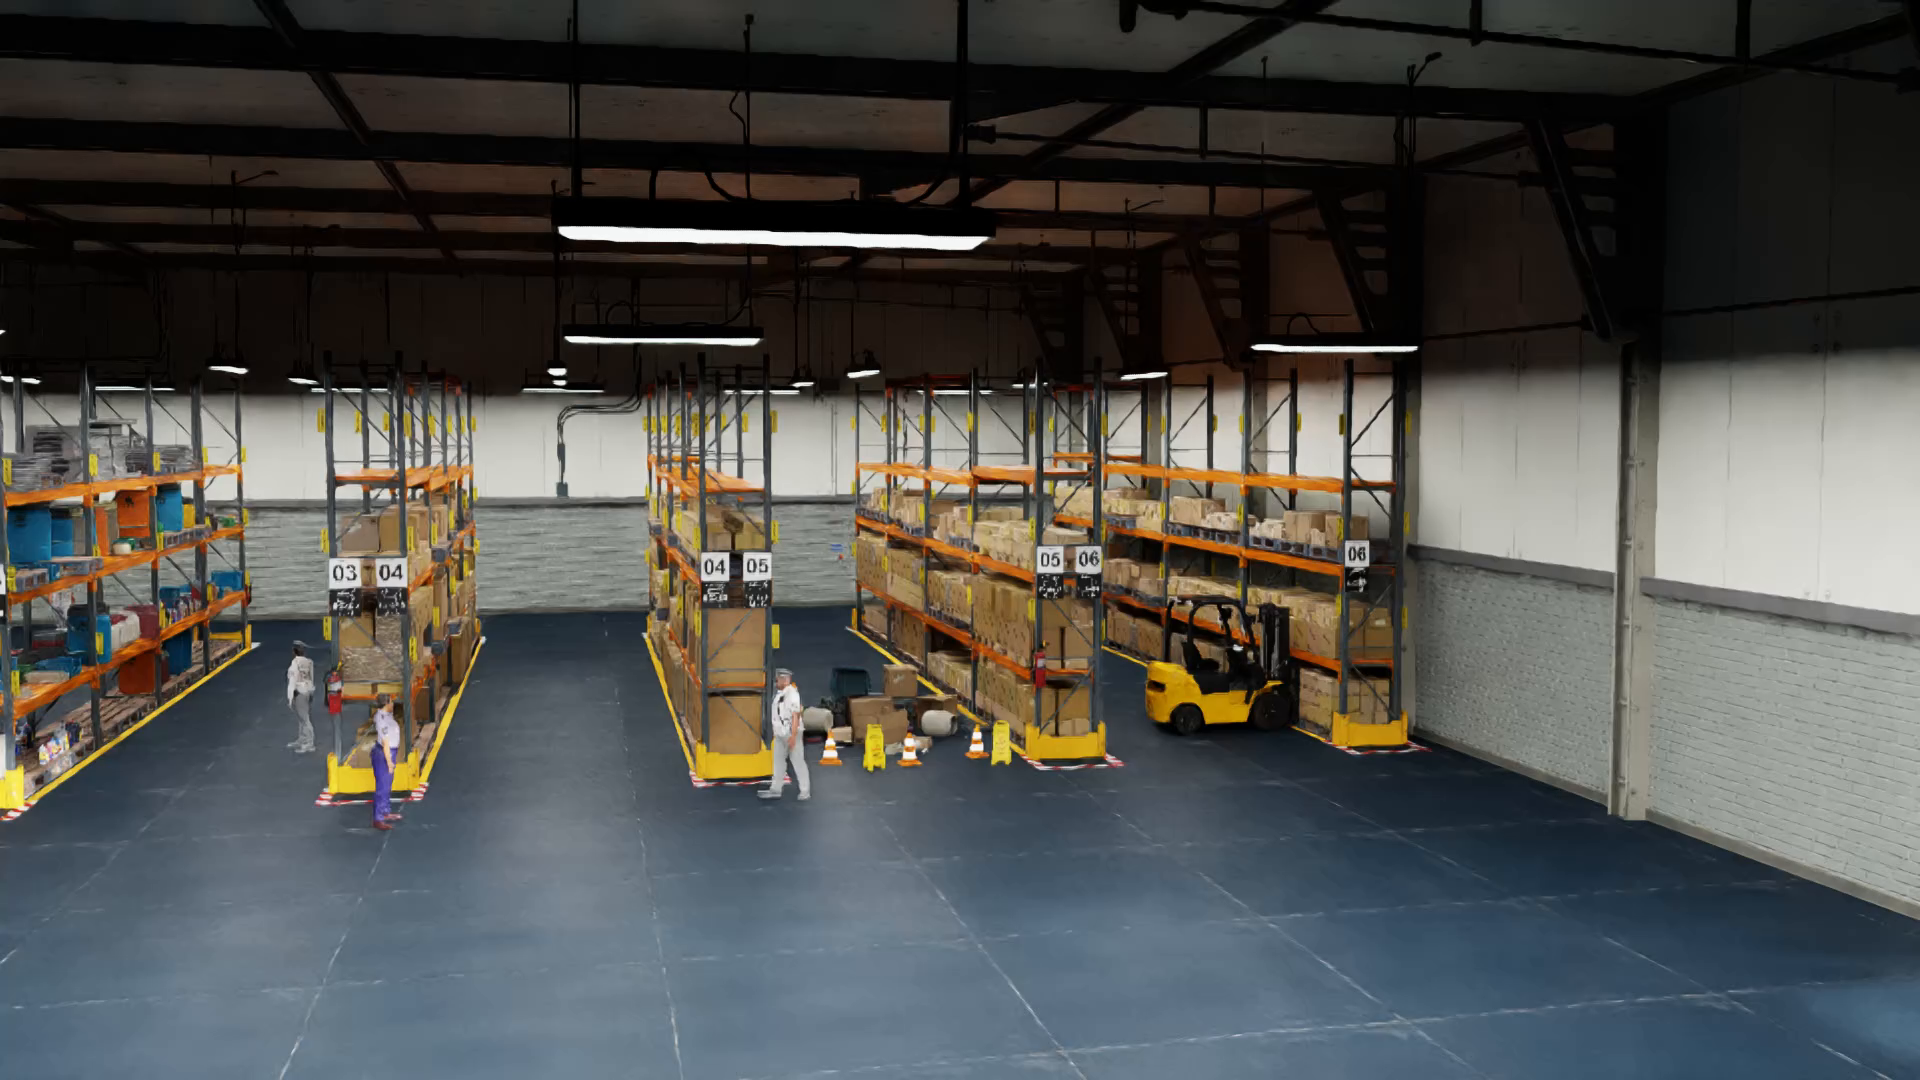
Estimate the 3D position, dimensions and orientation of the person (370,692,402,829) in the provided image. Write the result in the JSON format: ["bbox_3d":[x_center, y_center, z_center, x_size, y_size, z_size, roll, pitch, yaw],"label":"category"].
[{"bbox_3d":[-7.169,2.725,20.758,0.375,1.642,0.629,-2,4,-22],"label":"person"}]

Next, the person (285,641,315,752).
[{"bbox_3d":[-10.119,2.381,25.501,0.555,1.664,0.584,0,4,7],"label":"person"}]

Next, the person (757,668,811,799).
[{"bbox_3d":[-2.348,2.582,22.234,0.632,1.734,0.675,-2,5,-30],"label":"person"}]

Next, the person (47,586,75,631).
[{"bbox_3d":[-20.481,1.493,37.877,0.528,1.727,1.032,-2,4,-22],"label":"person"}]
